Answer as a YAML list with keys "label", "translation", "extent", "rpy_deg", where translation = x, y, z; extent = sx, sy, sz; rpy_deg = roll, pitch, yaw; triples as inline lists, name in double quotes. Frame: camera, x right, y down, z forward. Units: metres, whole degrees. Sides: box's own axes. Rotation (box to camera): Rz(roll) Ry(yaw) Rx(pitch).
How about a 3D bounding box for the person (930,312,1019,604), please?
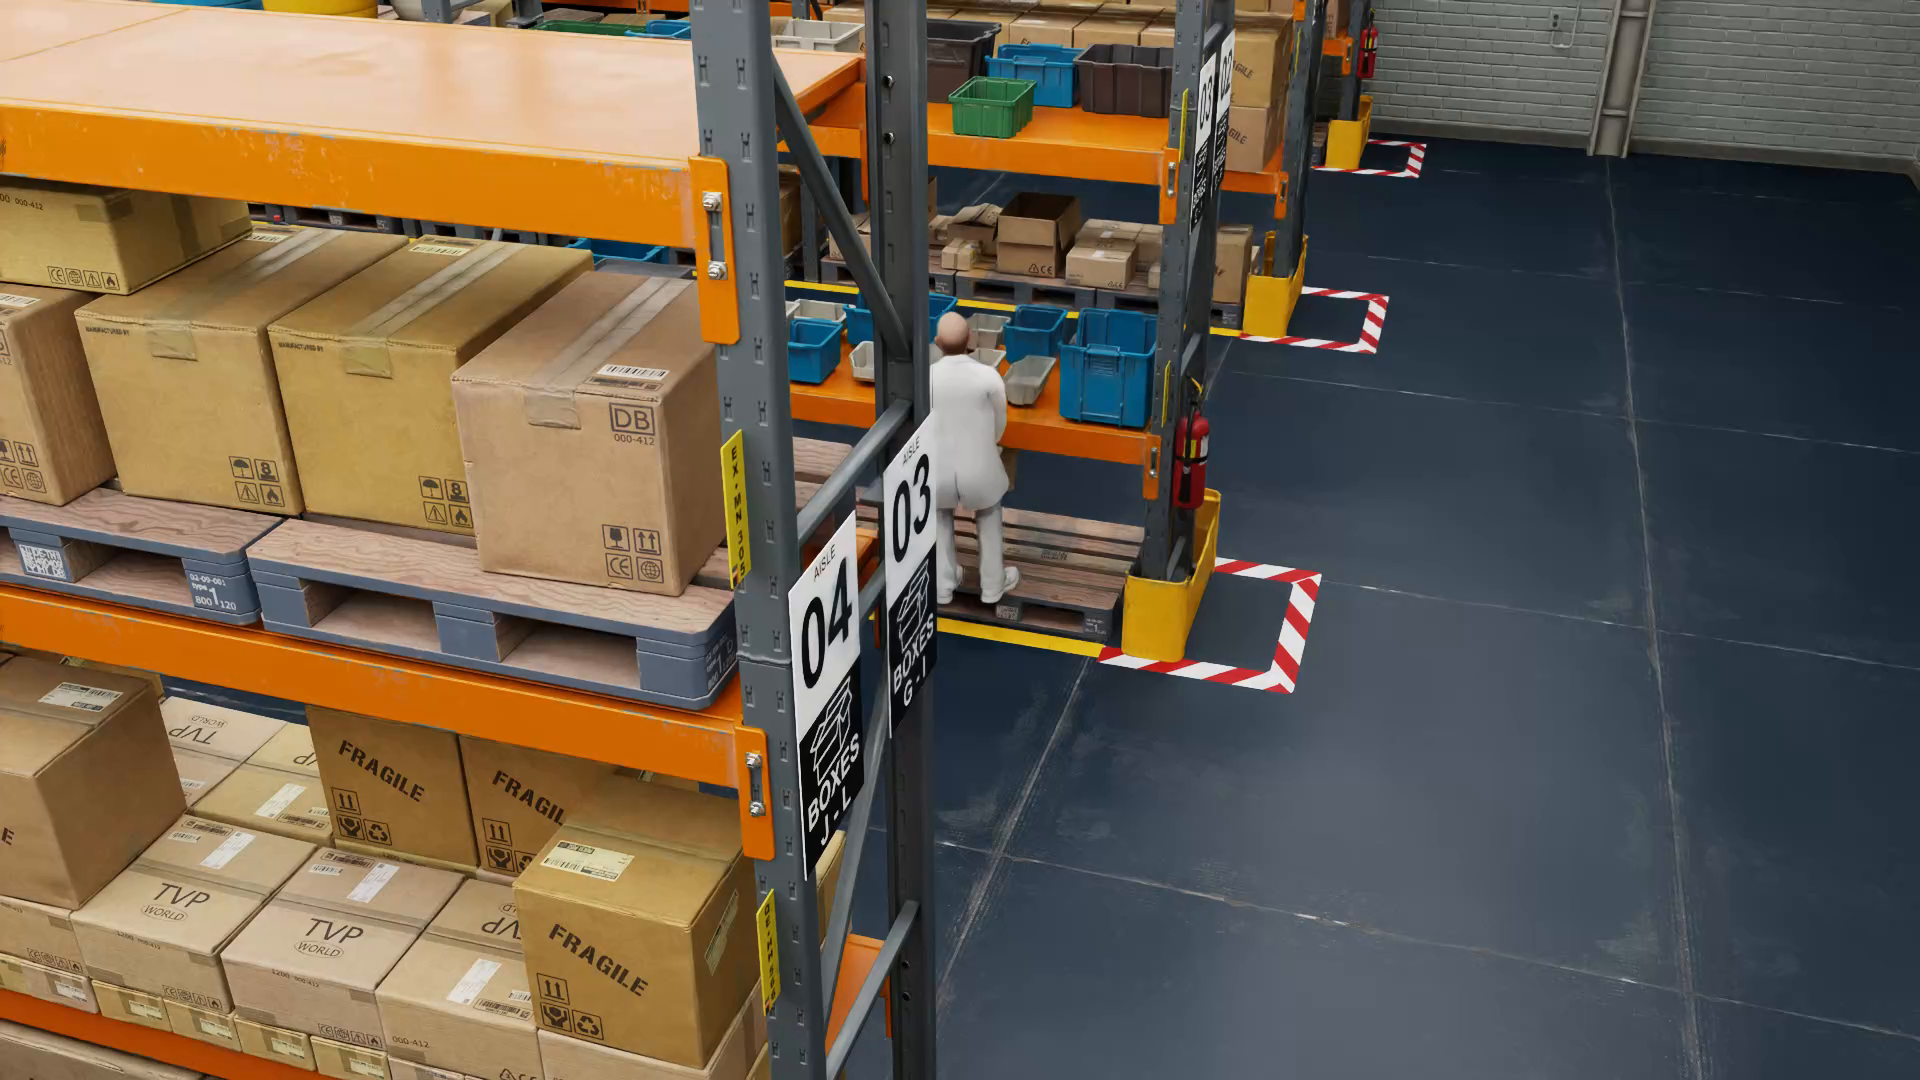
- label: "person"
  translation: [0.028, -0.454, 8.986]
  extent: [0.599, 1.715, 0.461]
  rpy_deg: [2, 29, 4]
